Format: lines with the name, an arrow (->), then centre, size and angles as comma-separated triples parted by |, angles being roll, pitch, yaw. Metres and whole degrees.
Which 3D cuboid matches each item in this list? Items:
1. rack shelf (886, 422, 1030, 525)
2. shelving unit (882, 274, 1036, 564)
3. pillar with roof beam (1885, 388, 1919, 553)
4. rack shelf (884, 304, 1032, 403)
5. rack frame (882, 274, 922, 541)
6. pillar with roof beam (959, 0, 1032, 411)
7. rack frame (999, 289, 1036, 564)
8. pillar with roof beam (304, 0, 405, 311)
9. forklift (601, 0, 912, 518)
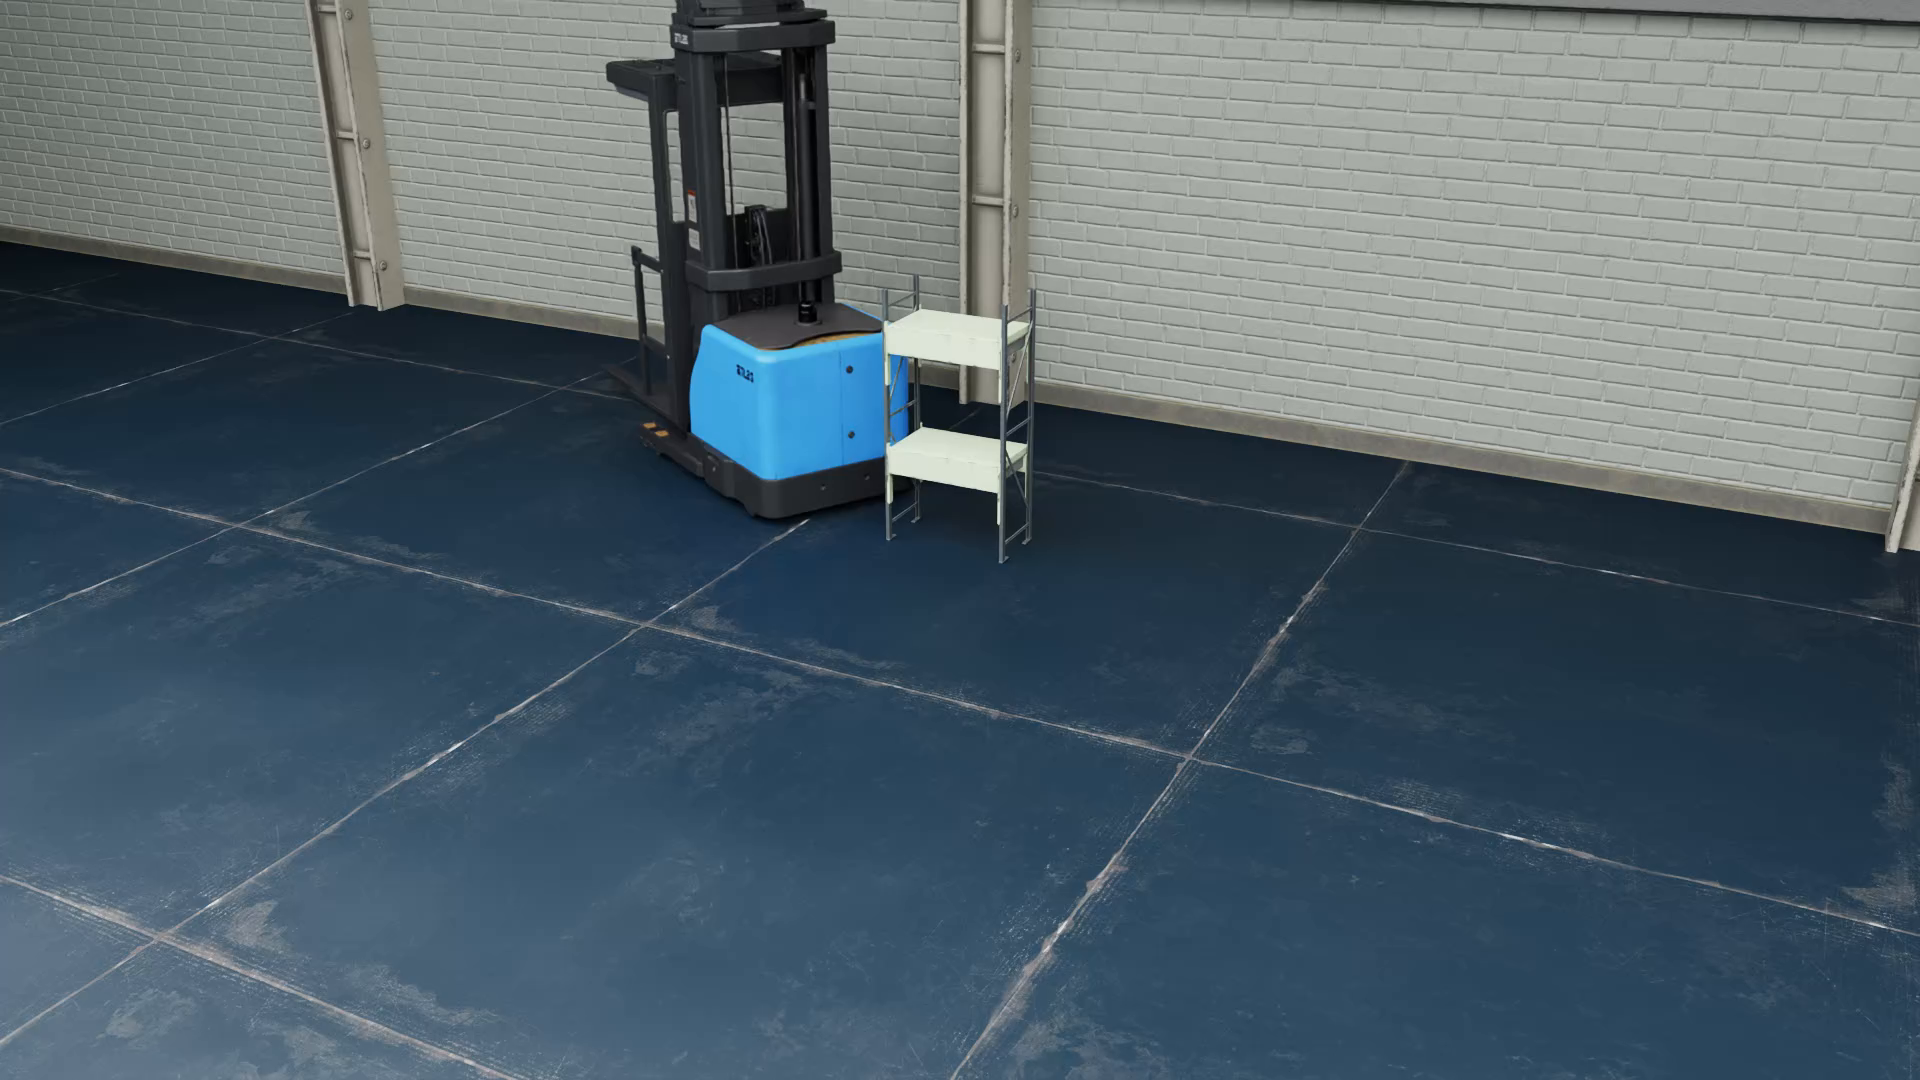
rack shelf -> -0.006, -0.391, 9.587 | 0.720, 0.370, 0.431 | 11, 25, 25
shelving unit -> -0.006, -0.691, 9.459 | 0.755, 1.500, 0.431 | 11, 25, 25
pillar with roof beam -> 3.649, -2.593, 4.348 | 0.400, 9.000, 9.100 | 11, 25, 25
rack shelf -> -0.006, -1.050, 9.306 | 0.720, 0.370, 0.431 | 11, 25, 25
rack frame -> -0.333, -0.756, 9.611 | 0.023, 1.500, 0.400 | 11, 25, 25
pillar with roof beam -> -1.705, -3.652, 6.839 | 0.400, 9.000, 9.100 | 11, 25, 25
rack frame -> 0.321, -0.627, 9.307 | 0.023, 1.500, 0.400 | 11, 25, 25
pillar with roof beam -> -7.060, -4.712, 9.331 | 0.400, 9.000, 9.100 | 11, 25, 25
forklift -> -1.525, -2.002, 10.712 | 1.130, 2.935, 3.031 | -14, 27, -30
